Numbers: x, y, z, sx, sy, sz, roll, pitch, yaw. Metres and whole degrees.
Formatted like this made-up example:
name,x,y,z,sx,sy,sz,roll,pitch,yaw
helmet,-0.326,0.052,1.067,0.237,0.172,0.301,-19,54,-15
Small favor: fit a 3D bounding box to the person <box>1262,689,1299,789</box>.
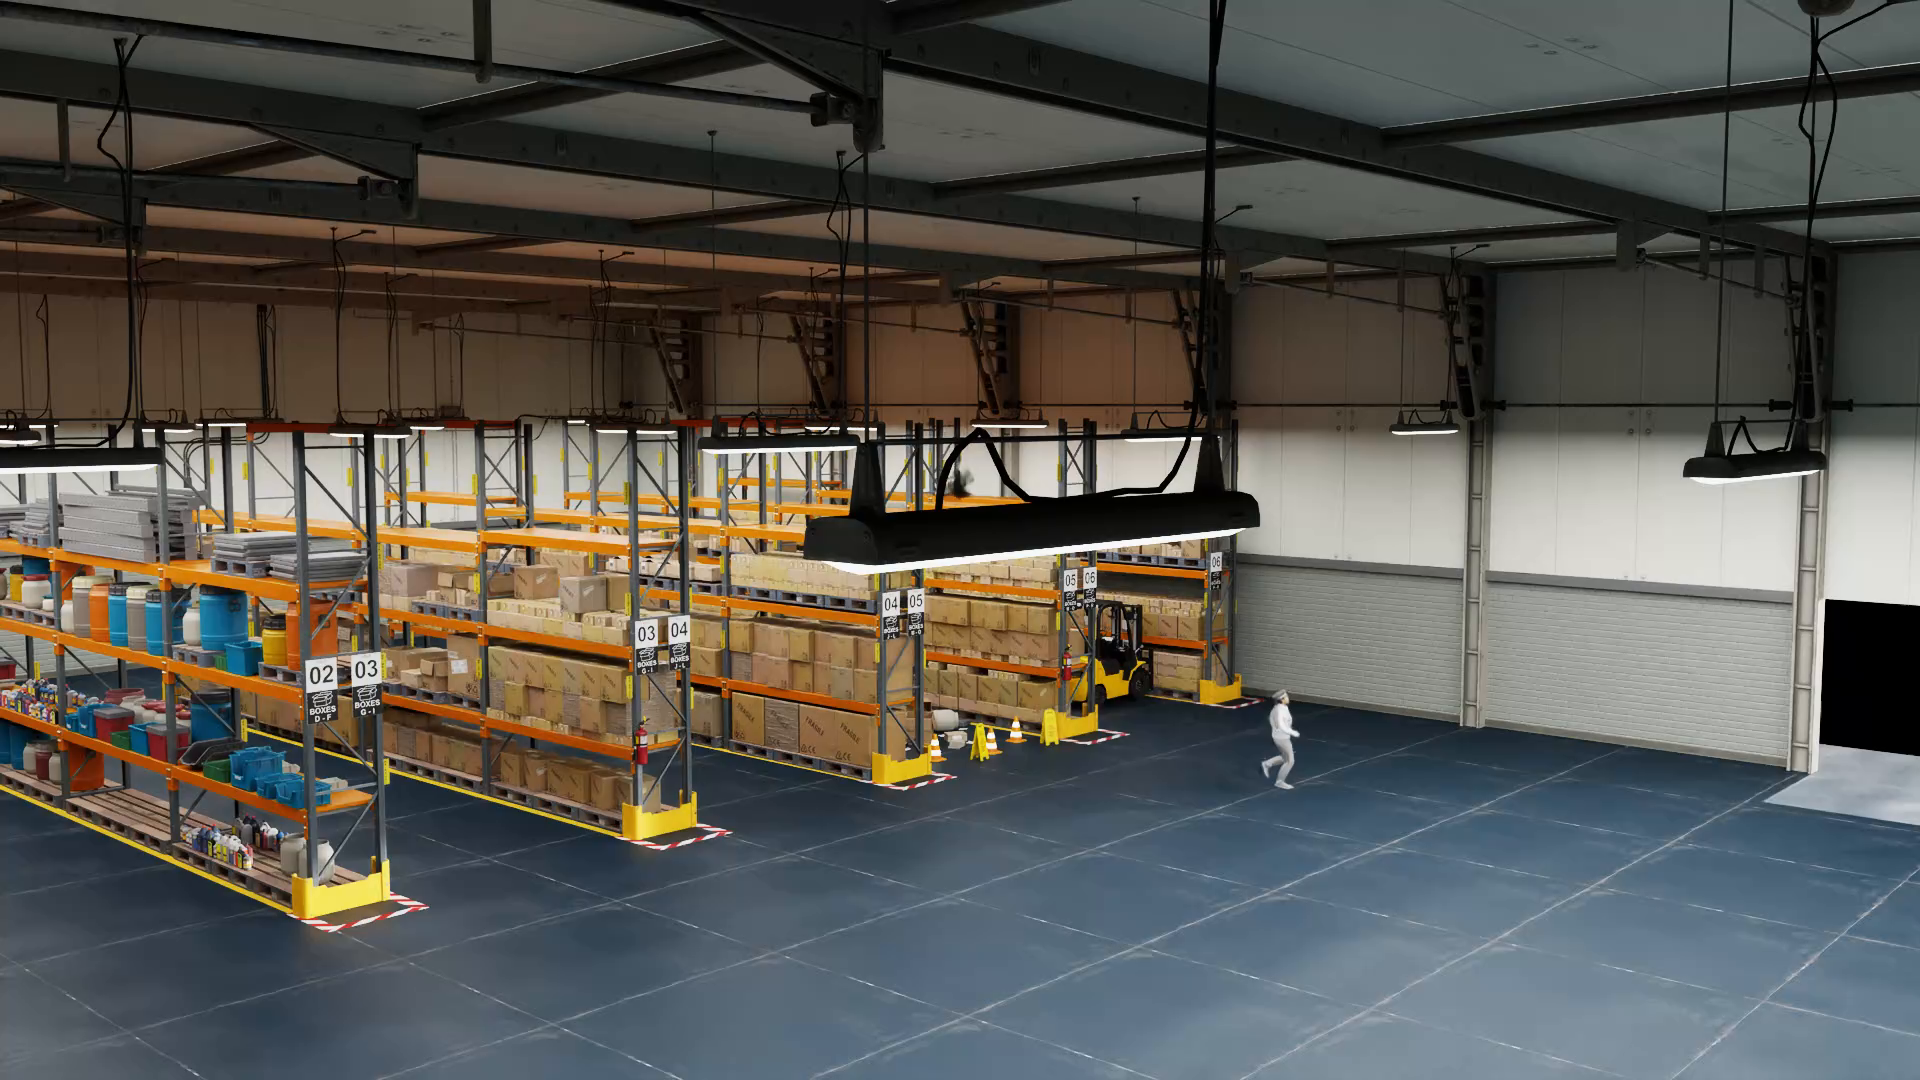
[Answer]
name,x,y,z,sx,sy,sz,roll,pitch,yaw
person,5.291,3.275,27.445,0.579,1.660,0.652,0,5,1
